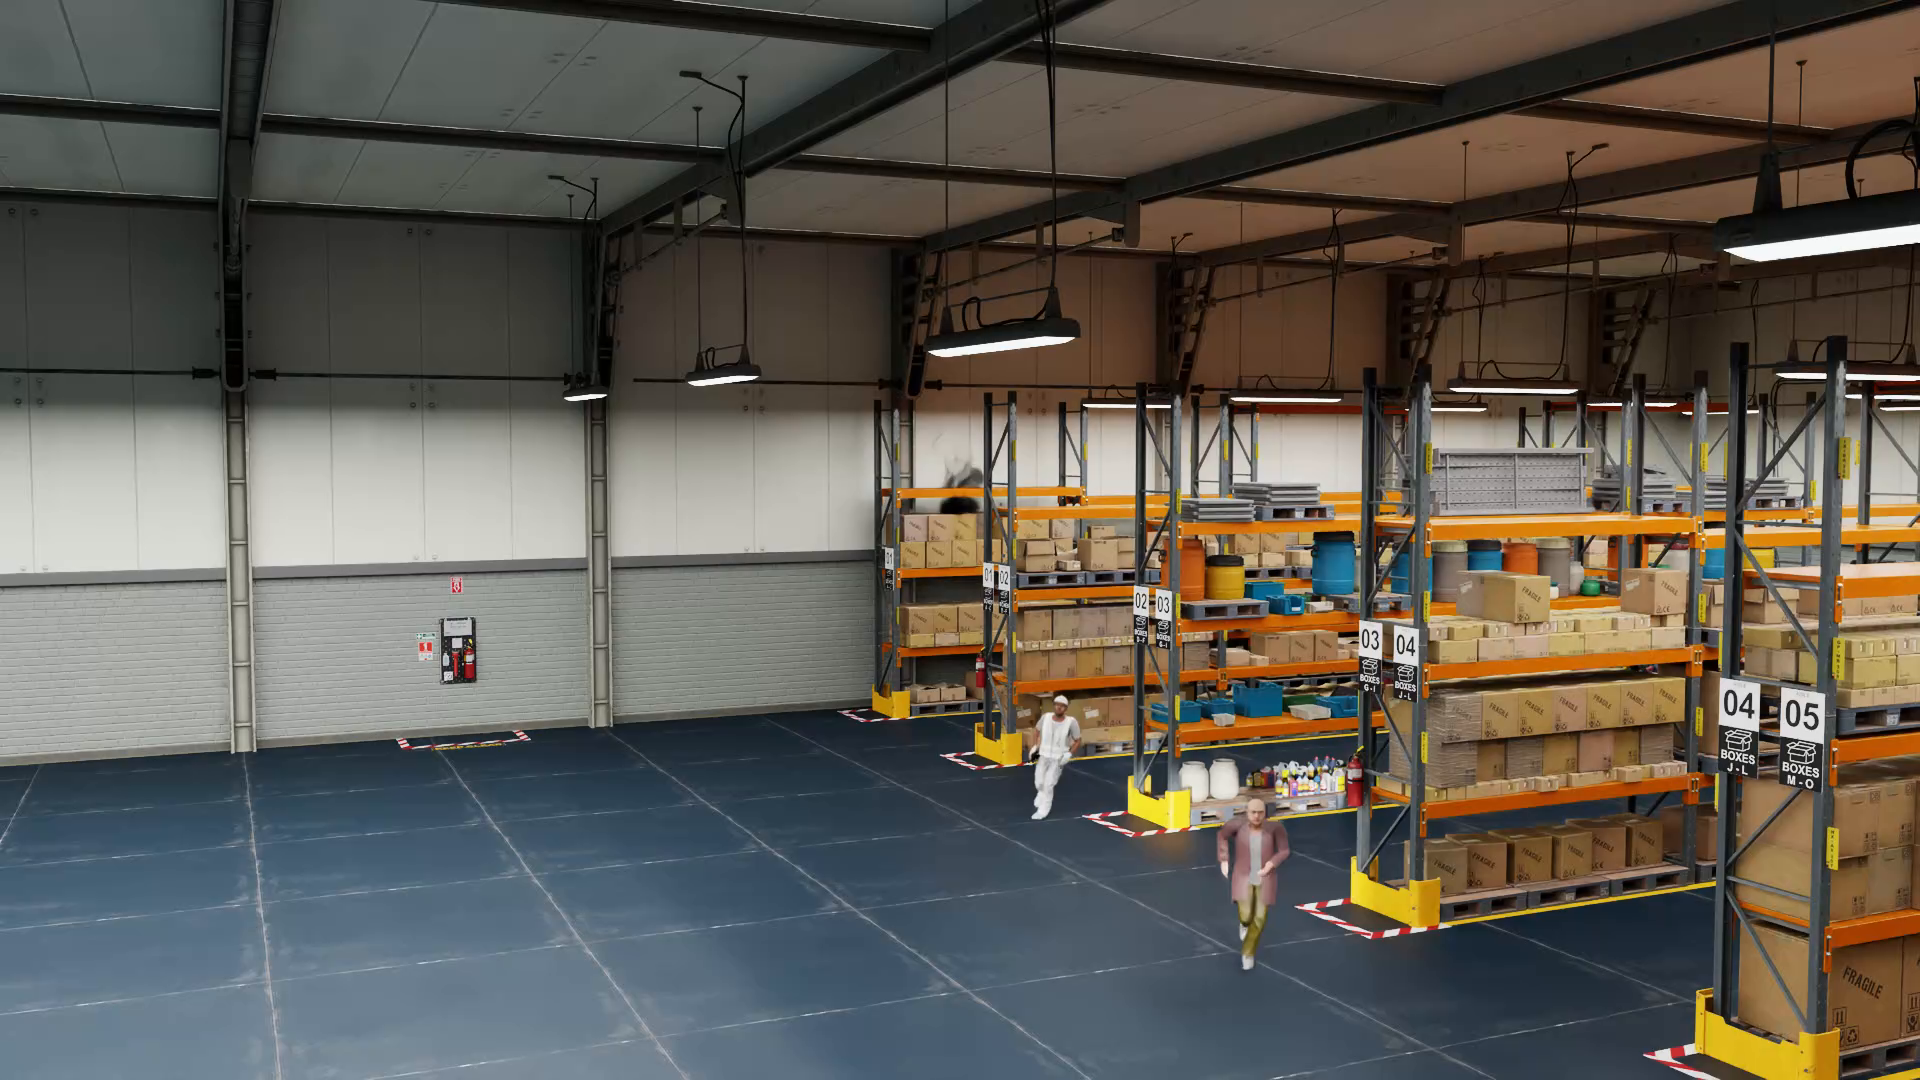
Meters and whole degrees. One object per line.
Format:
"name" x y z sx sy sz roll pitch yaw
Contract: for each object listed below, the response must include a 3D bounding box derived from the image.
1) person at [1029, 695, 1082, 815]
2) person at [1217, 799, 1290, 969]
"person" 1.288 2.963 22.797 0.729 1.662 0.499 1 4 18
"person" 2.892 3.370 16.420 0.698 1.711 0.782 0 3 4
